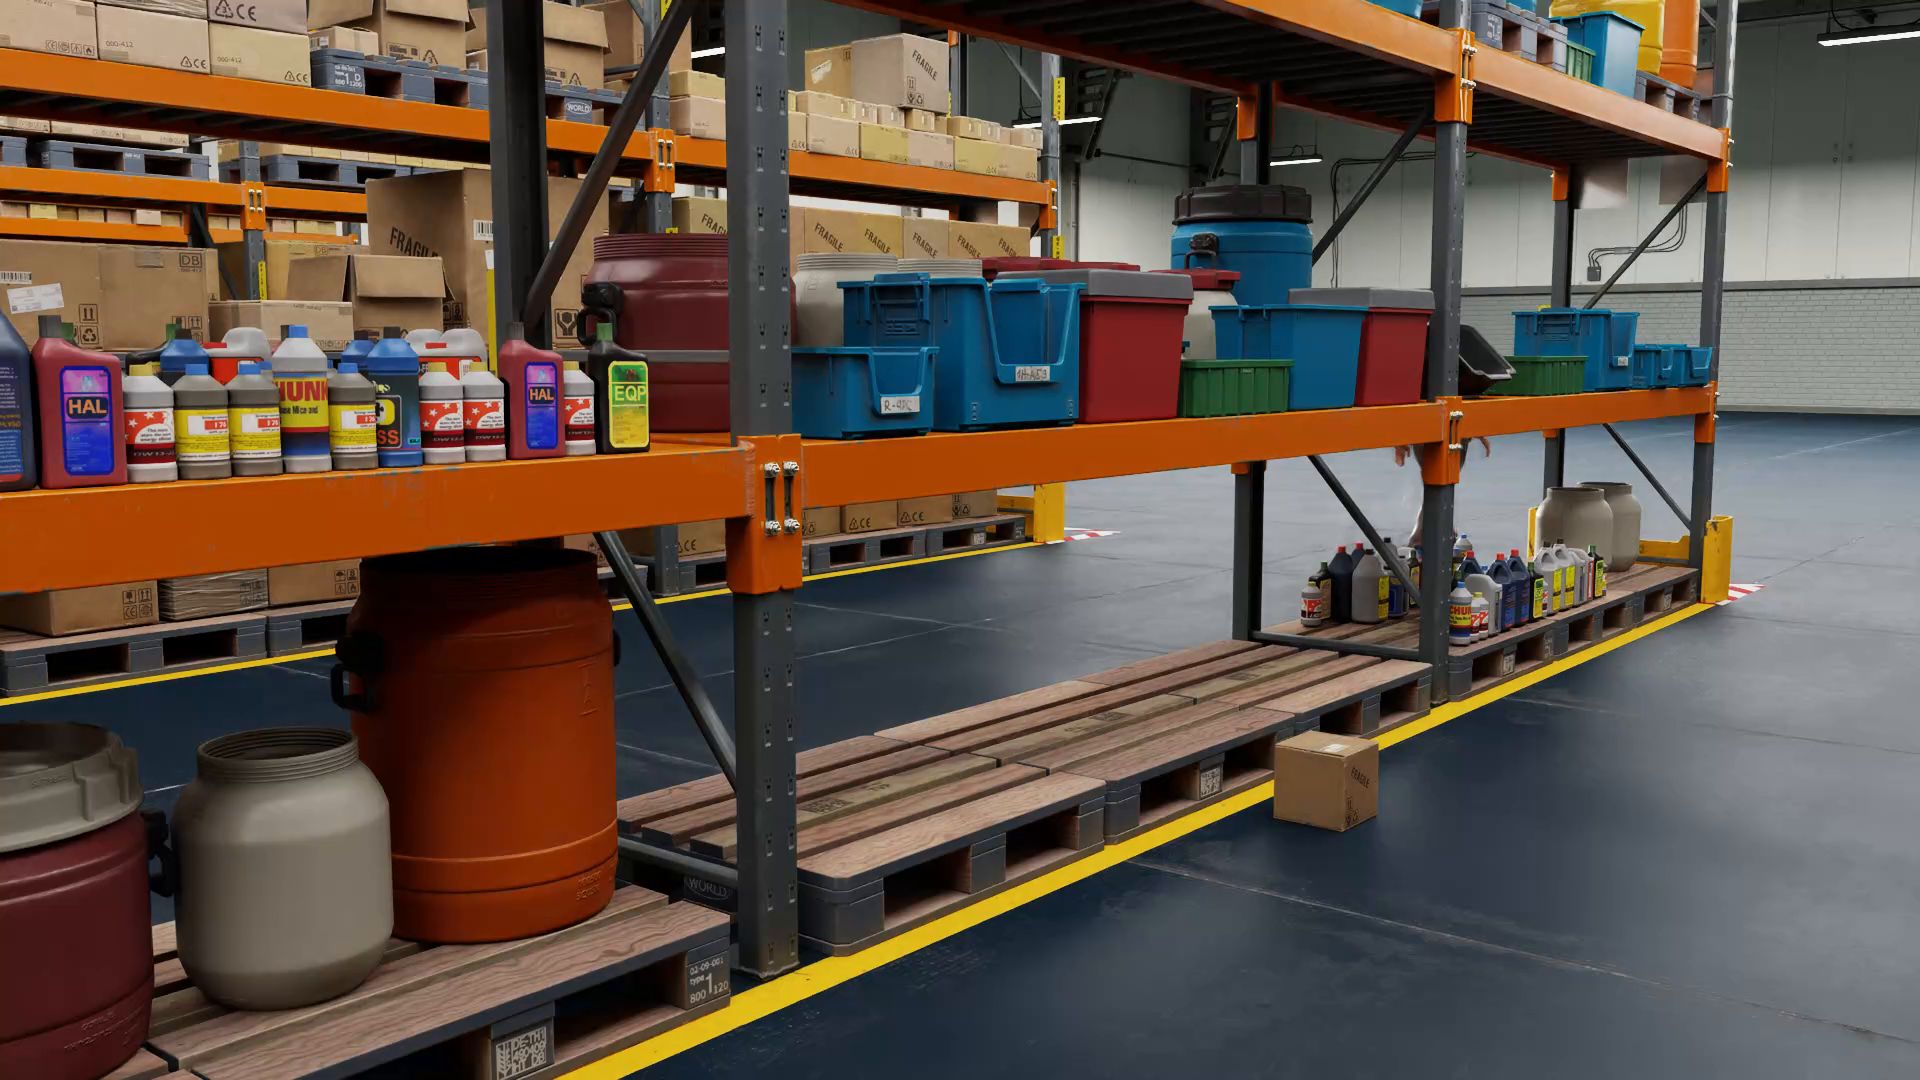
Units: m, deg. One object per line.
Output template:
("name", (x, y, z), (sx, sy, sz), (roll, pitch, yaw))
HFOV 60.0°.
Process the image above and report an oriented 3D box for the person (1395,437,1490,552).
("person", (3.466, -0.700, 11.758), (1.022, 1.665, 0.573), (-6, 9, -40))
